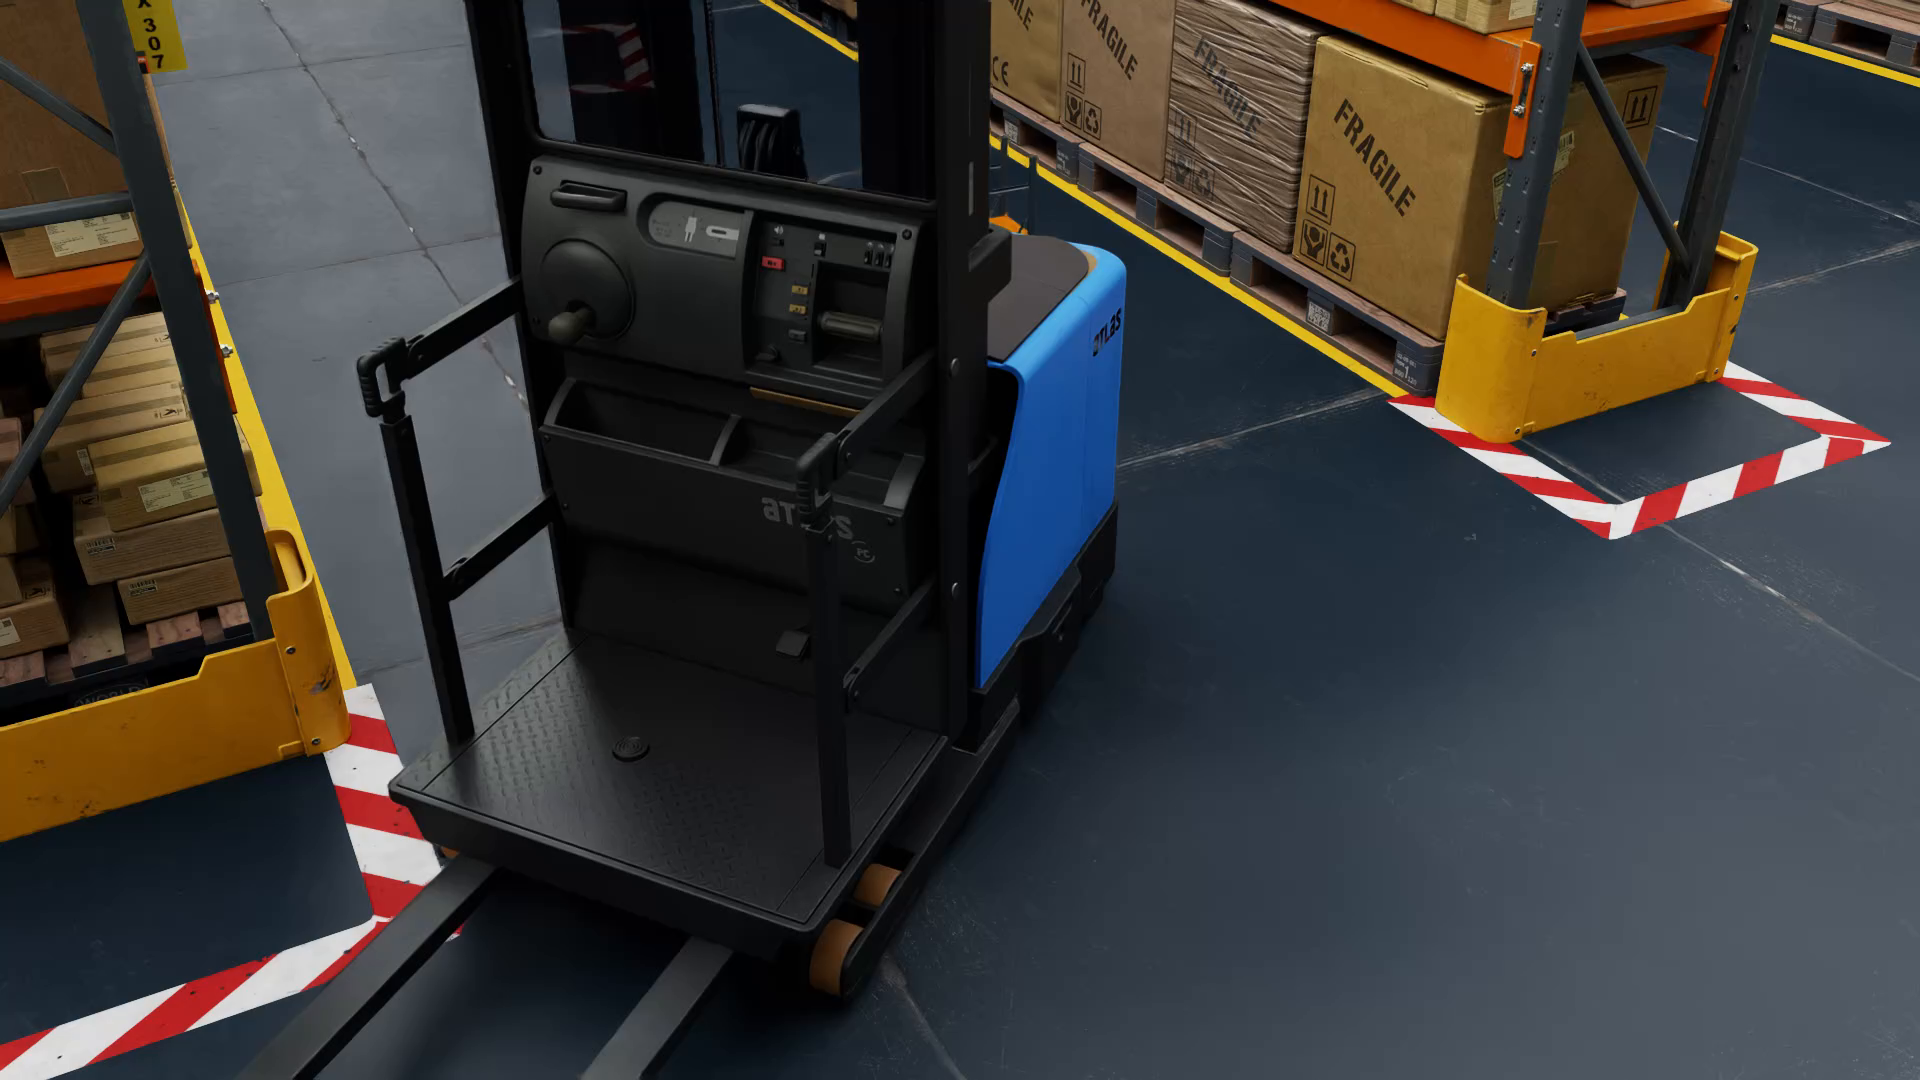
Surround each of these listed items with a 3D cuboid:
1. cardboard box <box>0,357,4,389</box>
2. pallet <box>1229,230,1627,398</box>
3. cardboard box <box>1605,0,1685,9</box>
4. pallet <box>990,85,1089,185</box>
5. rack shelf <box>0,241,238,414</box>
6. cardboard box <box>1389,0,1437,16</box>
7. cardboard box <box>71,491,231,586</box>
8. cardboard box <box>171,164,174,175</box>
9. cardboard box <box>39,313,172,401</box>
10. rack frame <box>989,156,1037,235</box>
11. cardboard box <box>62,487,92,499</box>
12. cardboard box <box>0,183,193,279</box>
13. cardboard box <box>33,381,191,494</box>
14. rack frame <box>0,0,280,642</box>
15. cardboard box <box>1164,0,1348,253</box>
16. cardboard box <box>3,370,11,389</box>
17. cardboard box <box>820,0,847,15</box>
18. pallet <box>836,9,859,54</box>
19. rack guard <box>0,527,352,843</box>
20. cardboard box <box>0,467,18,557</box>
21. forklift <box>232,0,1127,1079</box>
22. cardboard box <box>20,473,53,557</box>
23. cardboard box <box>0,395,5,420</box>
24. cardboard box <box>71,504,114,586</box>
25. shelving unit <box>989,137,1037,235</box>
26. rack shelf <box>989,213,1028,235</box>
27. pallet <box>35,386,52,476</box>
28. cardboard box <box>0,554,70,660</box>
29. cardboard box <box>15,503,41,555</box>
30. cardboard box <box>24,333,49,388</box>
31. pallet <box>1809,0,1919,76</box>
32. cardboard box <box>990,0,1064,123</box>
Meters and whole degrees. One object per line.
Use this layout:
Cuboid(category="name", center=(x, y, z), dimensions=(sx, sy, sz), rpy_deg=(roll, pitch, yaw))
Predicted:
Cuboid(category="cardboard box", center=(-3.262, -0.525, 5.266), dimensions=(0.380, 0.149, 0.250), rpy_deg=(-14, 35, -21))
Cuboid(category="pallet", center=(1.830, -1.011, 6.633), dimensions=(1.003, 0.211, 1.213), rpy_deg=(-16, 36, -23))
Cuboid(category="cardboard box", center=(2.398, -1.970, 5.778), dimensions=(0.380, 0.149, 0.250), rpy_deg=(-15, 36, -23))
Cuboid(category="pallet", center=(0.692, -2.176, 8.451), dimensions=(1.003, 0.211, 1.213), rpy_deg=(-16, 36, -23))
Cuboid(category="rack shelf", center=(-3.096, -1.276, 5.128), dimensions=(1.077, 0.370, 4.000), rpy_deg=(-16, 36, -23))
Cuboid(category="cardboard box", center=(1.692, -1.929, 5.713), dimensions=(0.380, 0.149, 0.250), rpy_deg=(-15, 36, -23))
Cuboid(category="cardboard box", center=(-2.181, -0.041, 4.511), dimensions=(0.380, 0.149, 0.250), rpy_deg=(-14, 35, -21))
Cuboid(category="cardboard box", center=(-2.258, -1.009, 4.277), dimensions=(0.380, 0.149, 0.250), rpy_deg=(-17, 36, -24))
Cuboid(category="cardboard box", center=(-2.535, -0.538, 5.011), dimensions=(0.380, 0.149, 0.250), rpy_deg=(-18, 37, -25))
Cuboid(category="rack frame", center=(0.108, -0.557, 5.007), dimensions=(0.240, 1.200, 0.006), rpy_deg=(-14, 35, -21))
Cuboid(category="cardboard box", center=(-2.451, -0.280, 4.884), dimensions=(0.380, 0.149, 0.250), rpy_deg=(-15, 36, -23))
Cuboid(category="cardboard box", center=(-2.024, -0.756, 3.882), dimensions=(0.380, 0.149, 0.250), rpy_deg=(-16, 36, -23))
Cuboid(category="cardboard box", center=(-2.342, -0.288, 4.621), dimensions=(0.380, 0.149, 0.250), rpy_deg=(-15, 36, -22))
Cuboid(category="rack frame", center=(-2.163, -0.624, 3.444), dimensions=(1.000, 3.000, 0.127), rpy_deg=(-16, 36, -23))
Cuboid(category="cardboard box", center=(1.478, -1.825, 6.899), dimensions=(0.875, 0.875, 0.875), rpy_deg=(-16, 36, -23))
Cuboid(category="cardboard box", center=(-3.260, -0.401, 5.348), dimensions=(0.380, 0.149, 0.250), rpy_deg=(-15, 36, -22))
Cuboid(category="cardboard box", center=(-0.327, -3.741, 9.890), dimensions=(1.225, 0.875, 0.875), rpy_deg=(-17, 36, -25))
Cuboid(category="pallet", center=(-0.020, -2.908, 9.593), dimensions=(1.003, 0.211, 1.213), rpy_deg=(-16, 36, -23))
Cuboid(category="rack guard", center=(-2.199, 0.392, 4.175), dimensions=(1.175, 0.500, 0.348), rpy_deg=(-16, 36, -23))
Cuboid(category="cardboard box", center=(-2.634, -0.040, 4.234), dimensions=(0.380, 0.149, 0.250), rpy_deg=(-15, 36, -23))
Cuboid(category="forklift", center=(-0.601, -0.494, 3.303), dimensions=(1.130, 2.935, 3.031), rpy_deg=(14, 35, 20))
Cuboid(category="cardboard box", center=(-2.850, -0.045, 4.792), dimensions=(0.380, 0.149, 0.250), rpy_deg=(-16, 36, -23))
Cuboid(category="cardboard box", center=(-2.999, -0.406, 4.805), dimensions=(0.380, 0.149, 0.250), rpy_deg=(-17, 37, -25))
Cuboid(category="cardboard box", center=(-2.319, -0.036, 4.779), dimensions=(0.380, 0.149, 0.250), rpy_deg=(-16, 36, -23))
Cuboid(category="shelving unit", center=(0.069, -0.602, 5.077), dimensions=(0.258, 1.200, 0.189), rpy_deg=(-14, 35, -21))
Cuboid(category="rack shelf", center=(0.069, -0.868, 4.906), dimensions=(0.258, 0.103, 0.180), rpy_deg=(-14, 35, -21))
Cuboid(category="pallet", center=(-3.111, -0.465, 5.780), dimensions=(1.003, 0.211, 1.213), rpy_deg=(-16, 36, -23))
Cuboid(category="cardboard box", center=(-2.593, 0.200, 4.410), dimensions=(0.380, 0.149, 0.250), rpy_deg=(-15, 36, -22))
Cuboid(category="cardboard box", center=(-2.736, -0.044, 4.517), dimensions=(0.380, 0.149, 0.250), rpy_deg=(-17, 36, -24))
Cuboid(category="cardboard box", center=(-2.845, -0.652, 5.464), dimensions=(0.380, 0.149, 0.250), rpy_deg=(-14, 35, -21))
Cuboid(category="pallet", center=(5.738, -2.880, 9.550), dimensions=(1.003, 0.211, 1.213), rpy_deg=(-16, 36, -23))
Cuboid(category="cardboard box", center=(0.644, -2.680, 8.232), dimensions=(0.875, 0.875, 0.875), rpy_deg=(-16, 36, -23))
